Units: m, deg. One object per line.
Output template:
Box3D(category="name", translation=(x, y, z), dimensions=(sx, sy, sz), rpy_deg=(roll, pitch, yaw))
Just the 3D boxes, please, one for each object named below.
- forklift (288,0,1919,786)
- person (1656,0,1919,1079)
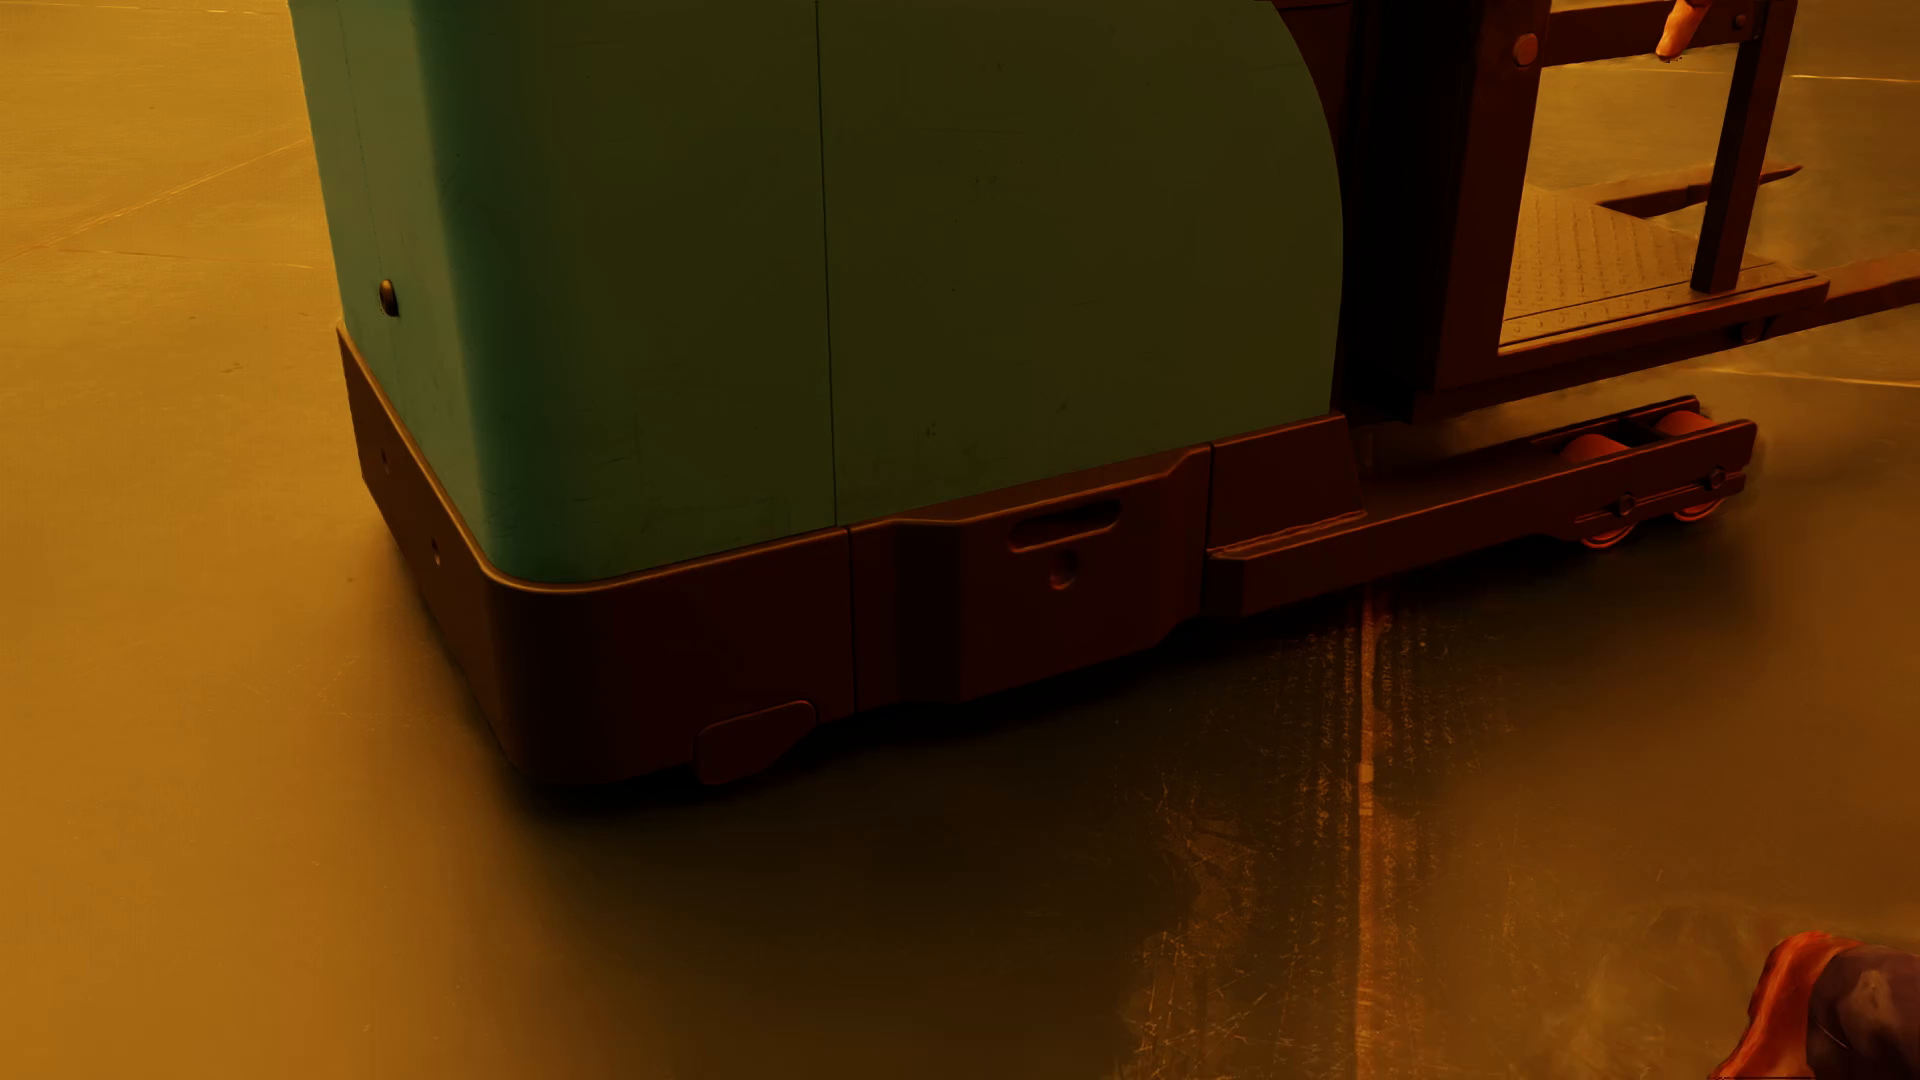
Box3D(category="forklift", translation=(0.630, -1.491, 2.201), dimensions=(3.031, 2.935, 1.130), rpy_deg=(-14, 30, -25))
Box3D(category="person", translation=(0.650, 0.146, 0.694), dimensions=(0.794, 1.420, 1.061), rpy_deg=(8, 28, 15))
